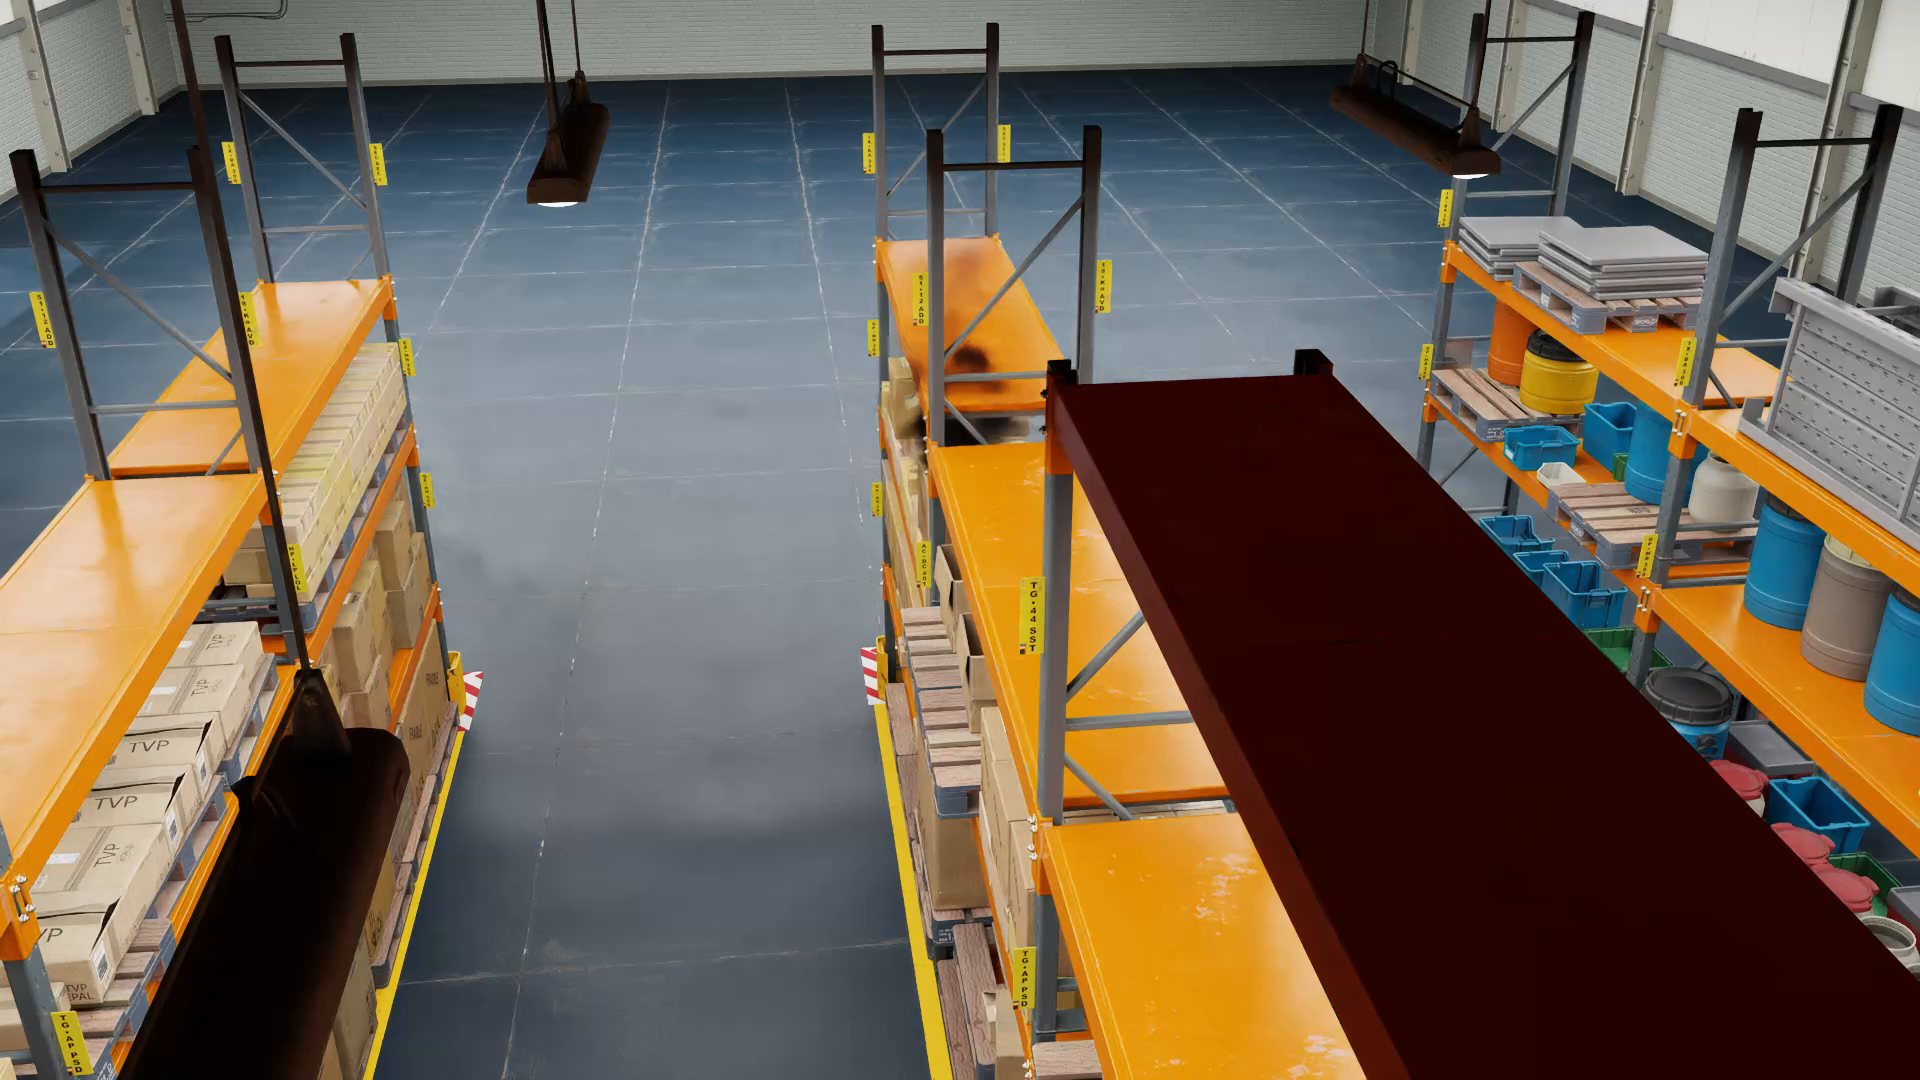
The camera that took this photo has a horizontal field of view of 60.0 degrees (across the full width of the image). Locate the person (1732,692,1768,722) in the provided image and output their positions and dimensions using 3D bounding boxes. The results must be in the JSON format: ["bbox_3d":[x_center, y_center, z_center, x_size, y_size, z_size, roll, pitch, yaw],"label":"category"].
[{"bbox_3d":[6.827,1.172,14.128,0.549,1.725,0.793,-5,26,-11],"label":"person"}]
